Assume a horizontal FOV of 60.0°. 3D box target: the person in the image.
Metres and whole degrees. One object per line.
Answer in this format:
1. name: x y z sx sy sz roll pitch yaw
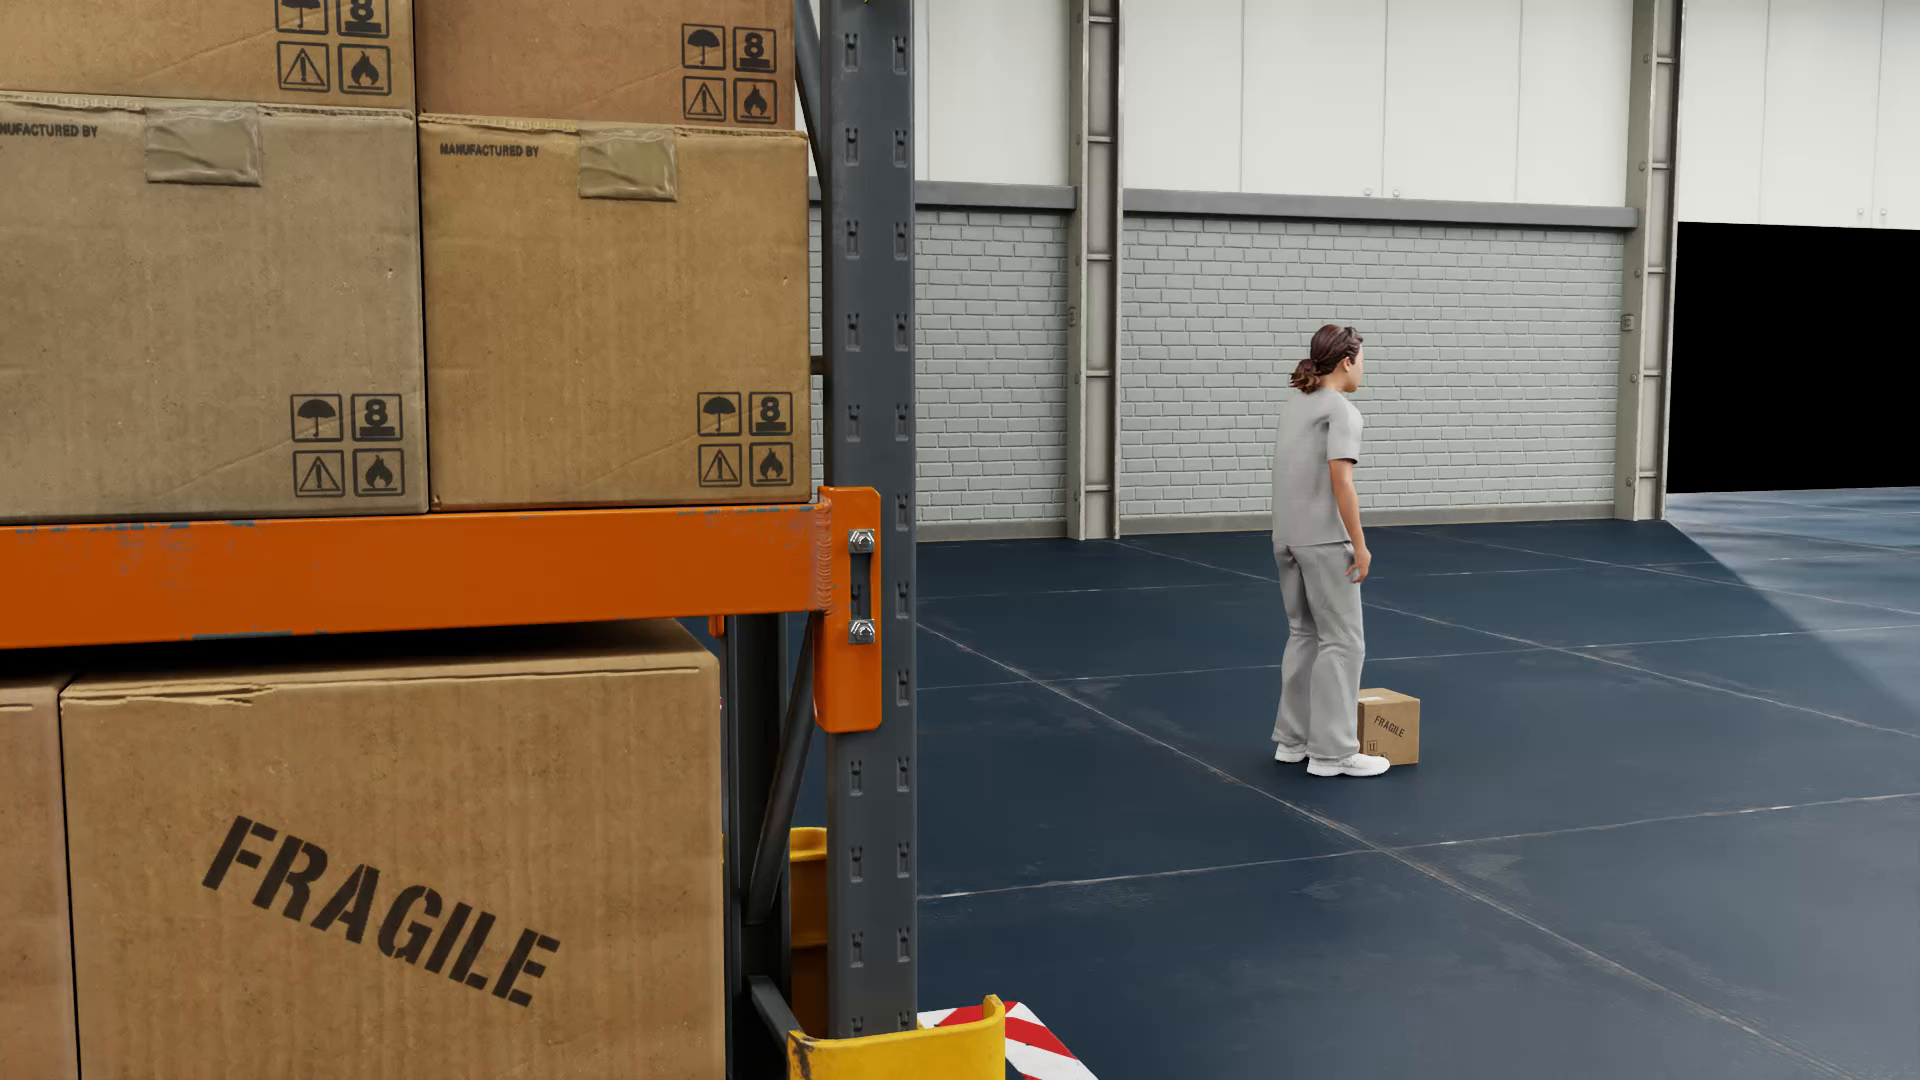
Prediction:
1. person: 1.368 0.026 6.271 0.355 1.673 0.489 -2 6 -19
